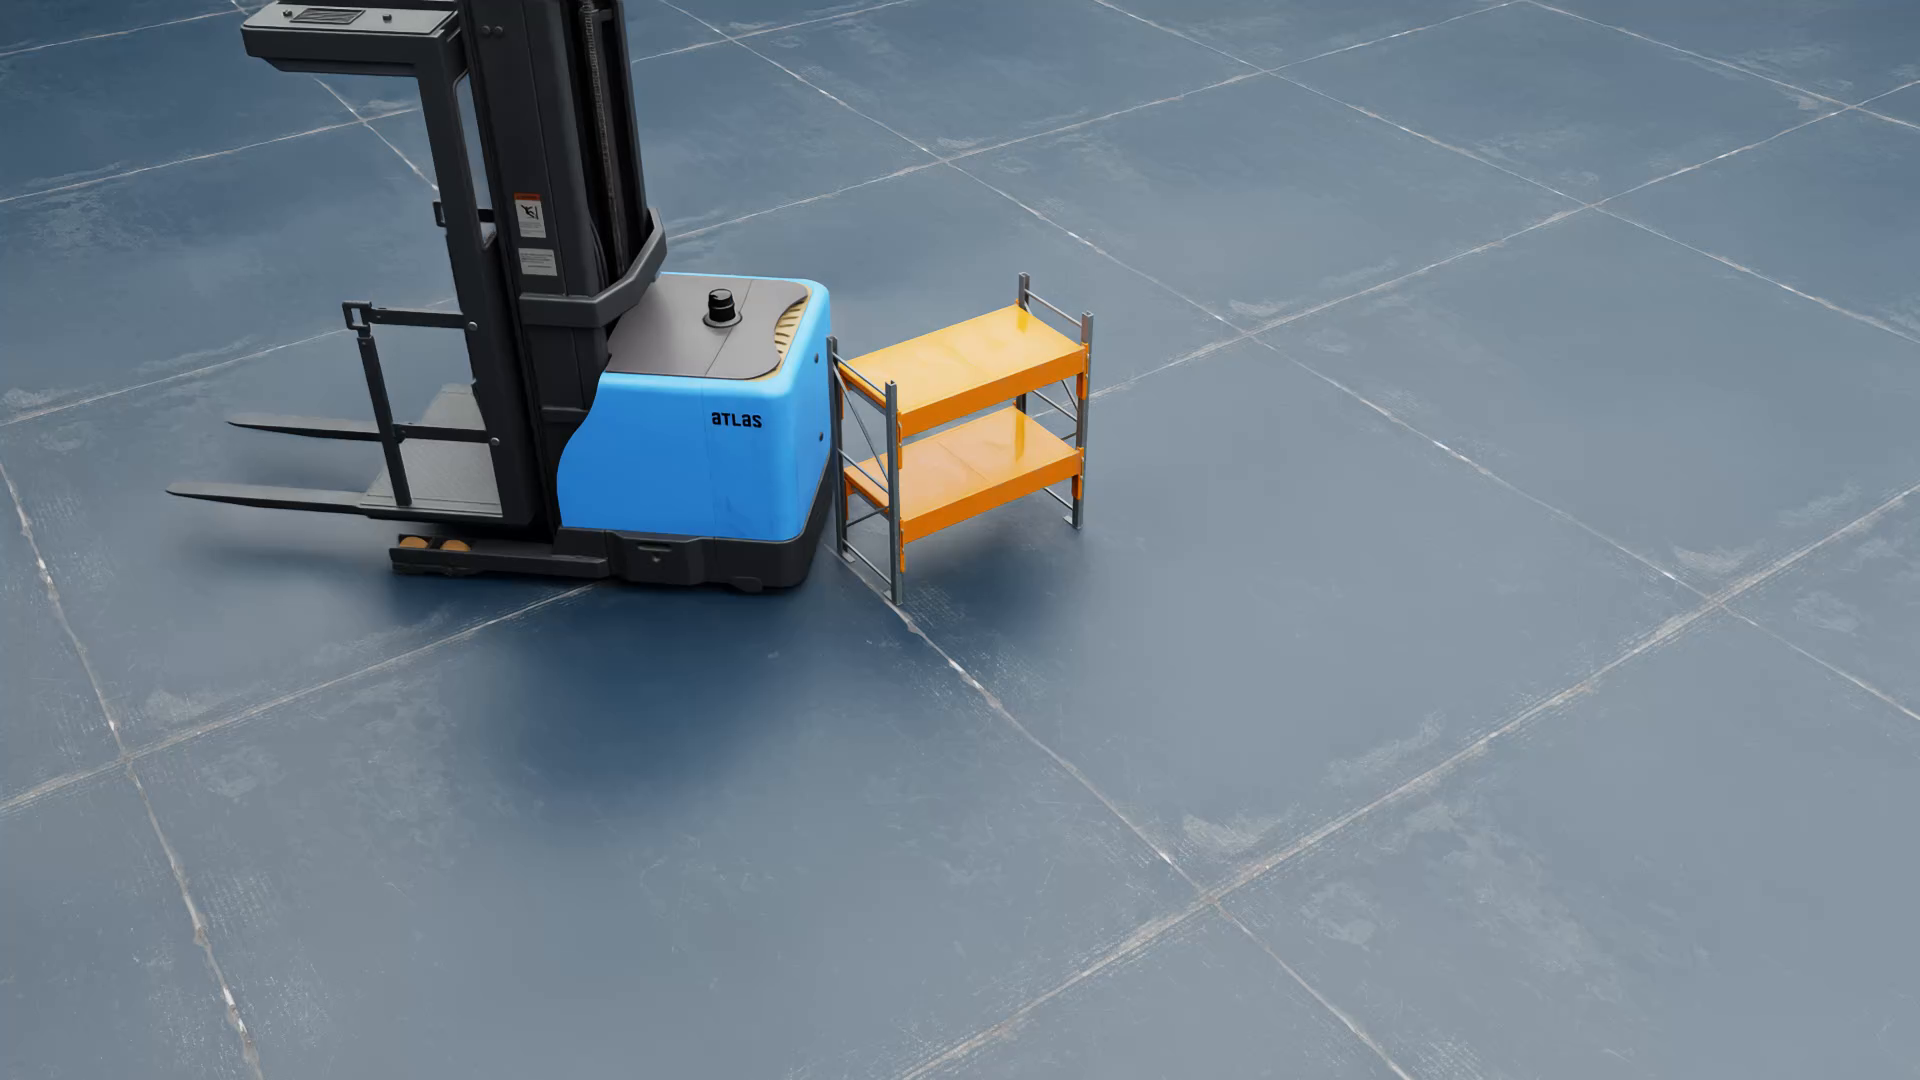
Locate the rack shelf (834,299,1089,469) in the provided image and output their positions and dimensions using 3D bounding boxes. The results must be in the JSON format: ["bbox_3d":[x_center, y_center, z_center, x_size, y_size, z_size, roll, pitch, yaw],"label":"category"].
[{"bbox_3d":[0.006,-0.697,7.254,1.000,0.278,0.538,-22,41,-28],"label":"rack shelf"}]

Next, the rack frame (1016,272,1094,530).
[{"bbox_3d":[0.421,-0.630,7.662,0.032,1.125,0.500,-22,41,-28],"label":"rack frame"}]

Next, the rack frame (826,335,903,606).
[{"bbox_3d":[-0.410,-0.288,7.187,0.032,1.125,0.500,-22,41,-28],"label":"rack frame"}]

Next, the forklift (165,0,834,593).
[{"bbox_3d":[-2.135,-1.325,7.082,3.031,2.935,1.130,4,36,6],"label":"forklift"}]

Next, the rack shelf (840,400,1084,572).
[{"bbox_3d":[0.006,-0.260,7.567,1.000,0.278,0.538,-22,41,-28],"label":"rack shelf"}]

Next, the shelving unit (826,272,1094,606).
[{"bbox_3d":[0.006,-0.459,7.425,1.048,1.125,0.538,-22,41,-28],"label":"shelving unit"}]
